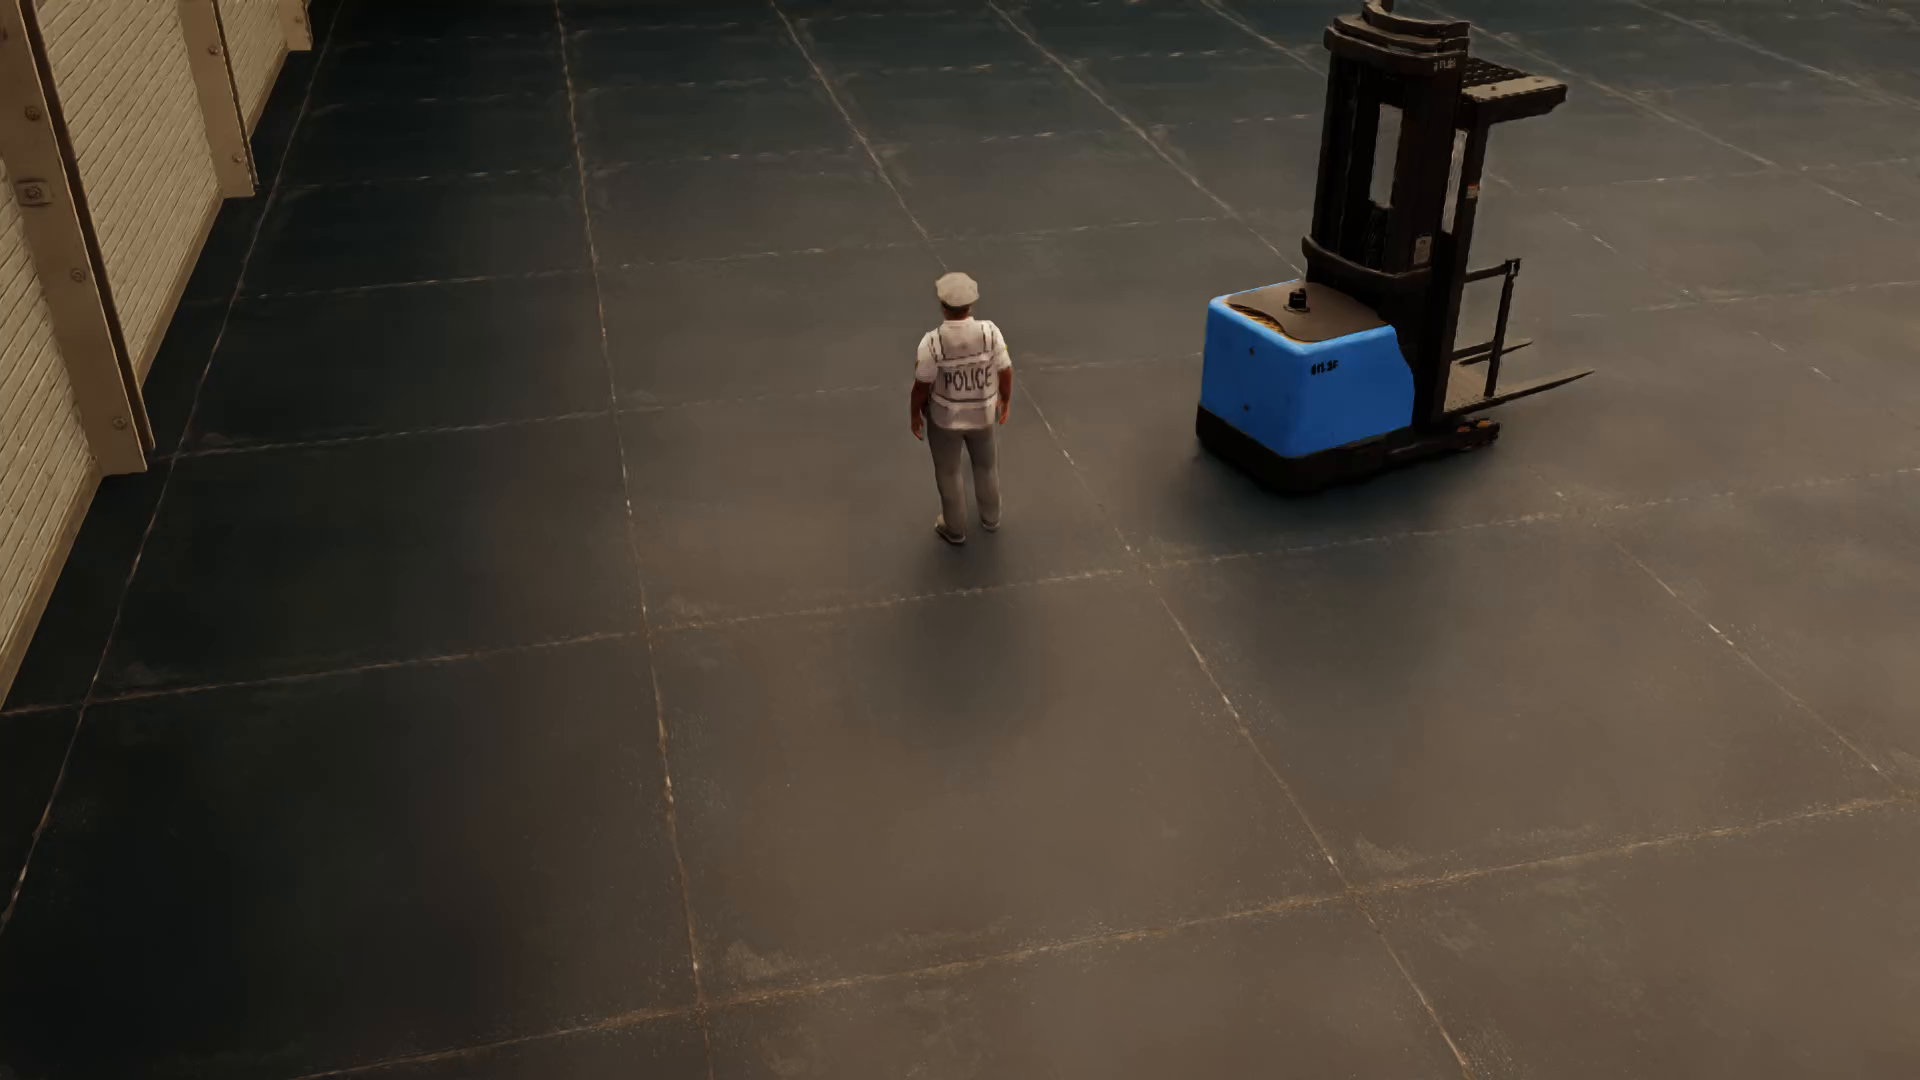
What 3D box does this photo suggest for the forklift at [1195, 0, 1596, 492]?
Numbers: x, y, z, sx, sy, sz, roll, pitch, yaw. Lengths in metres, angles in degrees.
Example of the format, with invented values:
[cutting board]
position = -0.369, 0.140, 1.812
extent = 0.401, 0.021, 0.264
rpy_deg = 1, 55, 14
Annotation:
[forklift]
position = 3.190, -2.109, 11.217
extent = 3.031, 2.935, 1.130
rpy_deg = -16, 34, -25

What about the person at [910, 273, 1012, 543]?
[person]
position = -0.007, -0.816, 10.118
extent = 0.640, 1.778, 0.574
rpy_deg = -7, 31, -12
